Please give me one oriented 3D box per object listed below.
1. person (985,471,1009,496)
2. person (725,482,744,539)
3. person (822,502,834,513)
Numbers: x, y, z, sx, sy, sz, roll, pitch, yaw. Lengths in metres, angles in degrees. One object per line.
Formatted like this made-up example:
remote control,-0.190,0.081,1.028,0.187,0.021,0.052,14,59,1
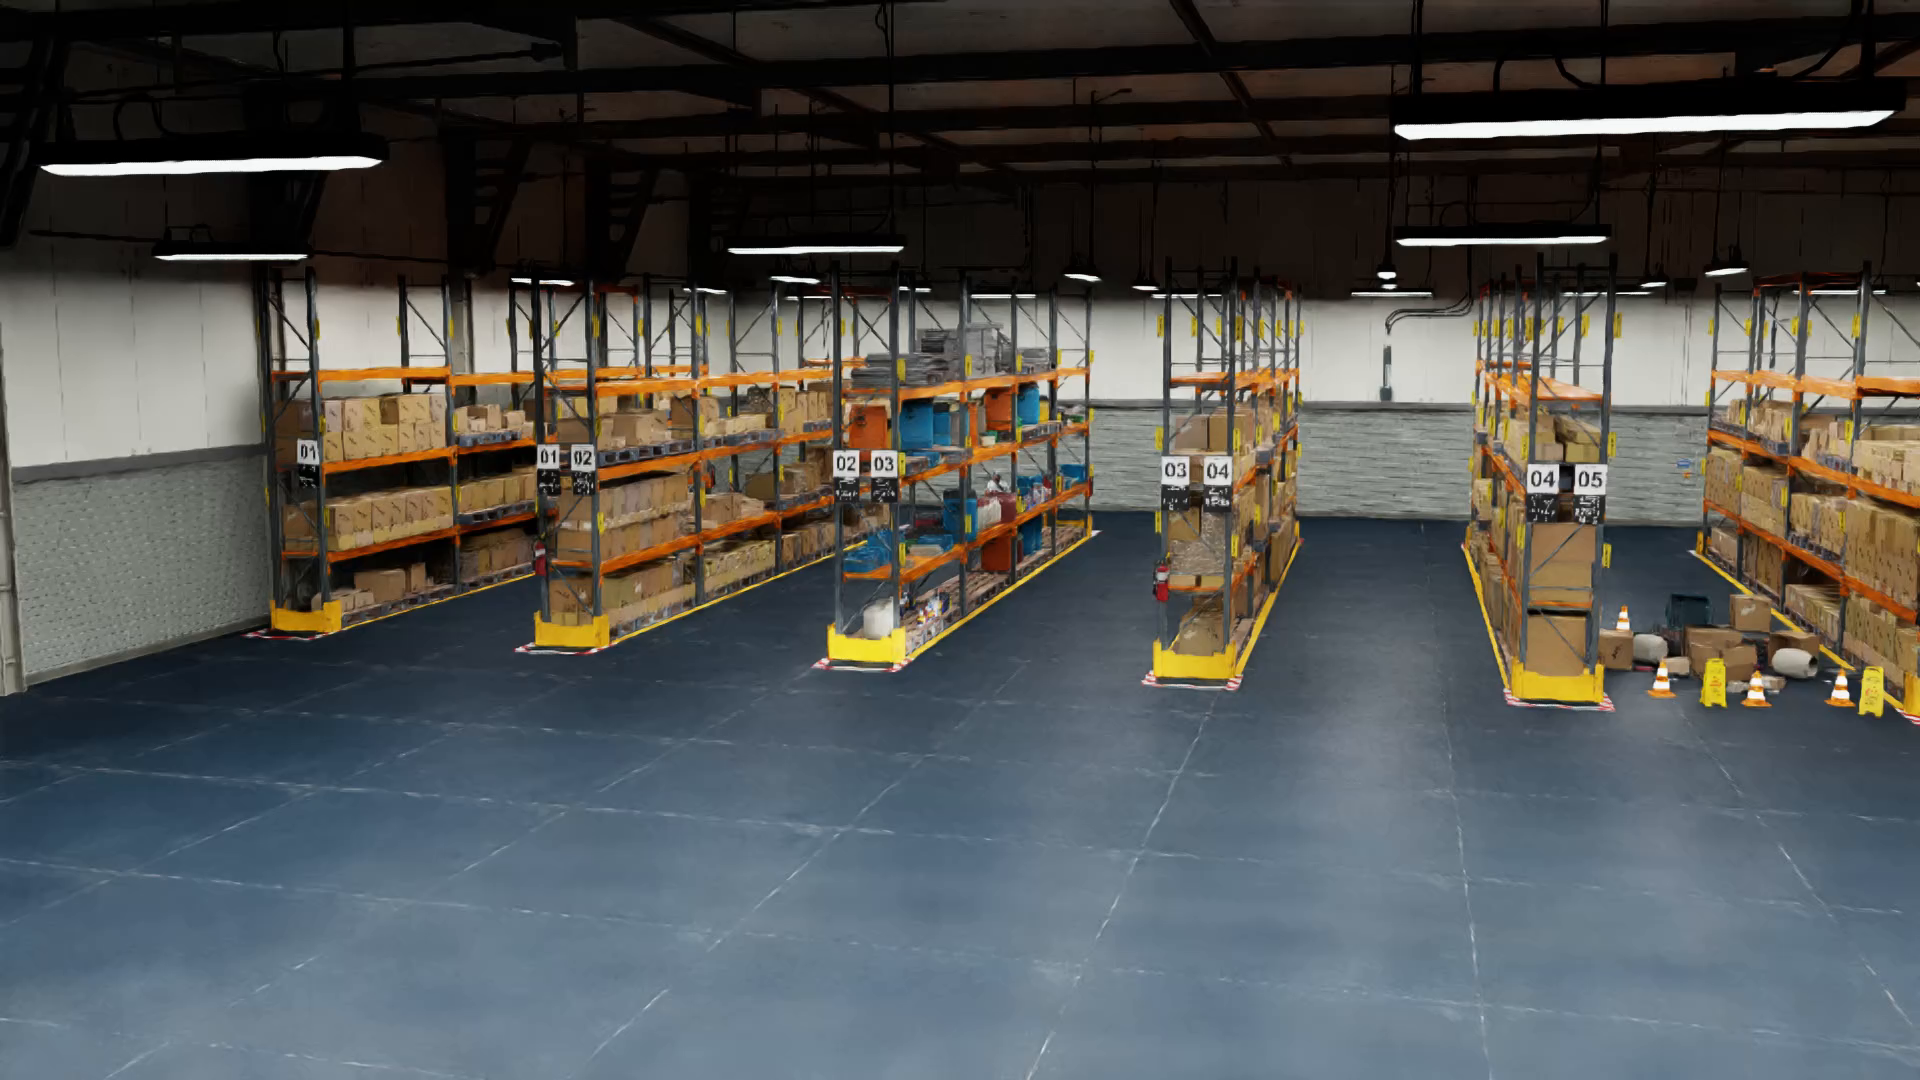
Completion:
person,0.896,-0.885,40.204,0.625,1.611,0.582,2,7,12
person,-5.026,-0.503,37.161,0.598,1.619,0.507,2,7,13
person,-3.372,-1.532,44.547,0.470,1.759,0.694,7,10,42
